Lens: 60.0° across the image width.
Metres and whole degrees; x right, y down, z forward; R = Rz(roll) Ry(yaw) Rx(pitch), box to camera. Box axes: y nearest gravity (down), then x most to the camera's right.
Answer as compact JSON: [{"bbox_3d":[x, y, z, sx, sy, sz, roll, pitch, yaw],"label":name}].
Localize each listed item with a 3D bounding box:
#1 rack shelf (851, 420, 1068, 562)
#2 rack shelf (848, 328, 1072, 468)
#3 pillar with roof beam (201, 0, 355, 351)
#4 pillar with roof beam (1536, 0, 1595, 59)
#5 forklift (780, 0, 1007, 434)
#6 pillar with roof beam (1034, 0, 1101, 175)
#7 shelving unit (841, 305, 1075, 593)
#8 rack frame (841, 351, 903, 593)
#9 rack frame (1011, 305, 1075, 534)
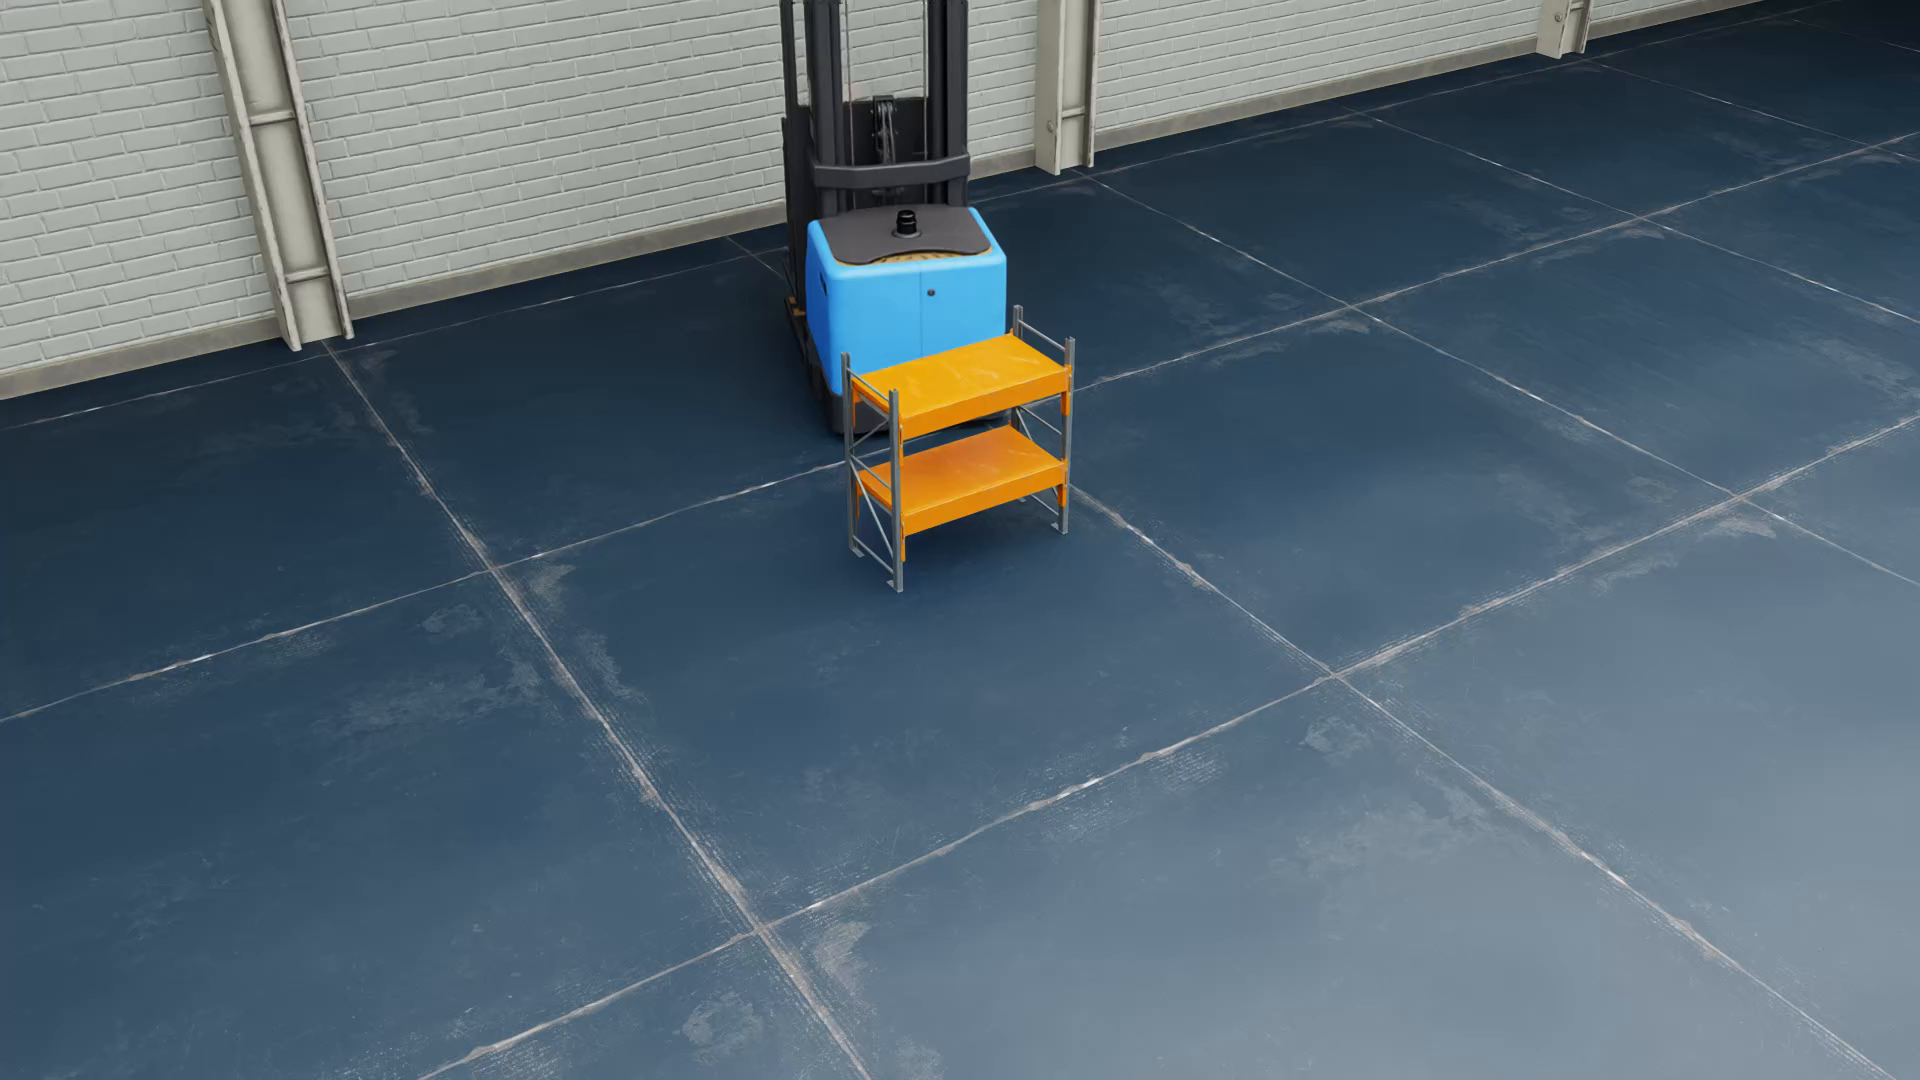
[{"bbox_3d":[-0.006,-0.267,8.577,1.000,0.278,0.538,-19,37,-27],"label":"rack shelf"},{"bbox_3d":[-0.006,-0.721,8.291,1.000,0.278,0.538,-19,37,-27],"label":"rack shelf"},{"bbox_3d":[-1.863,-3.209,5.403,0.400,9.000,9.100,-19,37,-27],"label":"pillar with roof beam"},{"bbox_3d":[8.223,-6.678,10.902,0.400,9.000,9.100,-19,37,-27],"label":"pillar with roof beam"},{"bbox_3d":[-0.550,-2.626,10.165,1.130,2.935,3.031,-7,33,-11],"label":"forklift"},{"bbox_3d":[3.180,-4.944,8.153,0.400,9.000,9.100,-19,37,-27],"label":"pillar with roof beam"},{"bbox_3d":[-0.006,-0.474,8.447,1.048,1.125,0.538,-19,37,-27],"label":"shelving unit"},{"bbox_3d":[-0.433,-0.327,8.214,0.032,1.125,0.500,-19,37,-27],"label":"rack frame"},{"bbox_3d":[0.422,-0.621,8.680,0.032,1.125,0.500,-19,37,-27],"label":"rack frame"}]
